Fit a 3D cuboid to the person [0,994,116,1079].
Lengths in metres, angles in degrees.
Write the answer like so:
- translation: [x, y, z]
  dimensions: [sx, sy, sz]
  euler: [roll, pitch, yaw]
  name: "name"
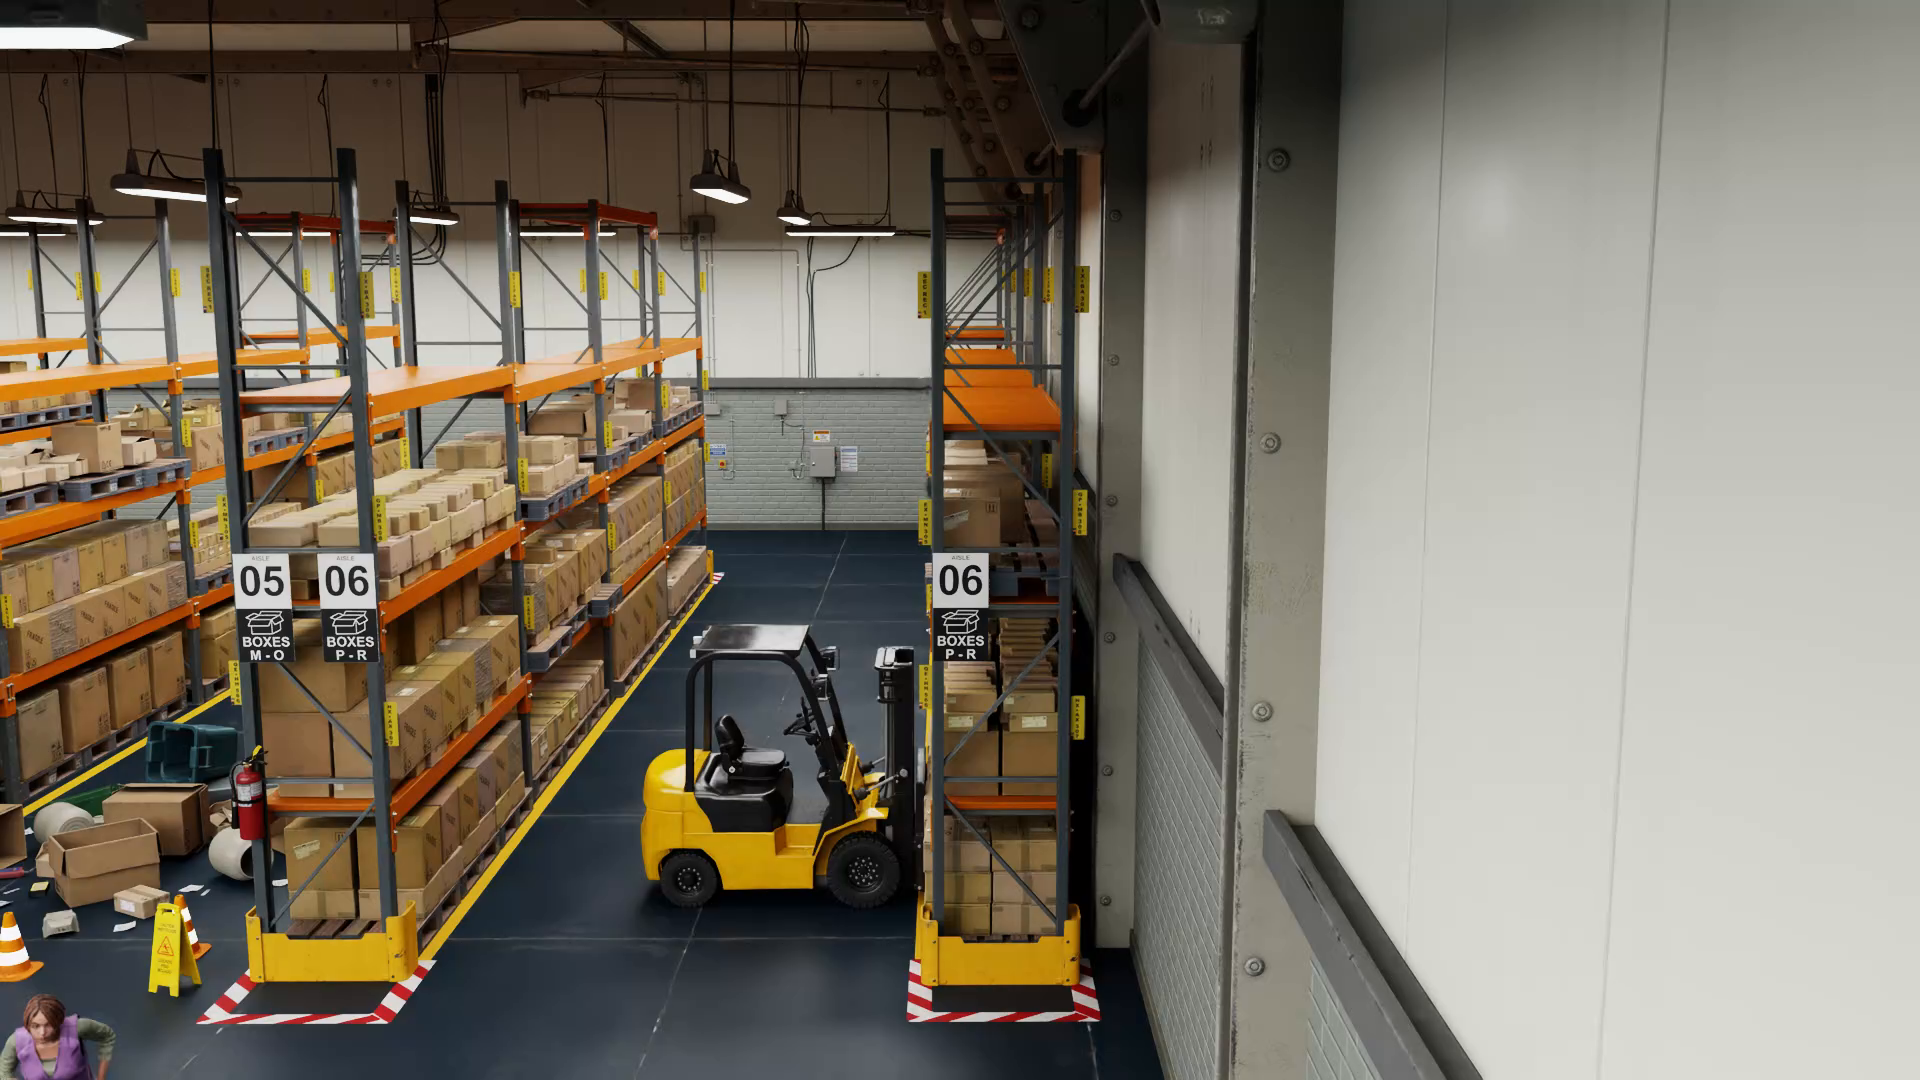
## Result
- translation: [-4.796, 3.037, 8.883]
  dimensions: [0.562, 1.549, 0.866]
  euler: [-5, 10, -27]
  name: "person"
